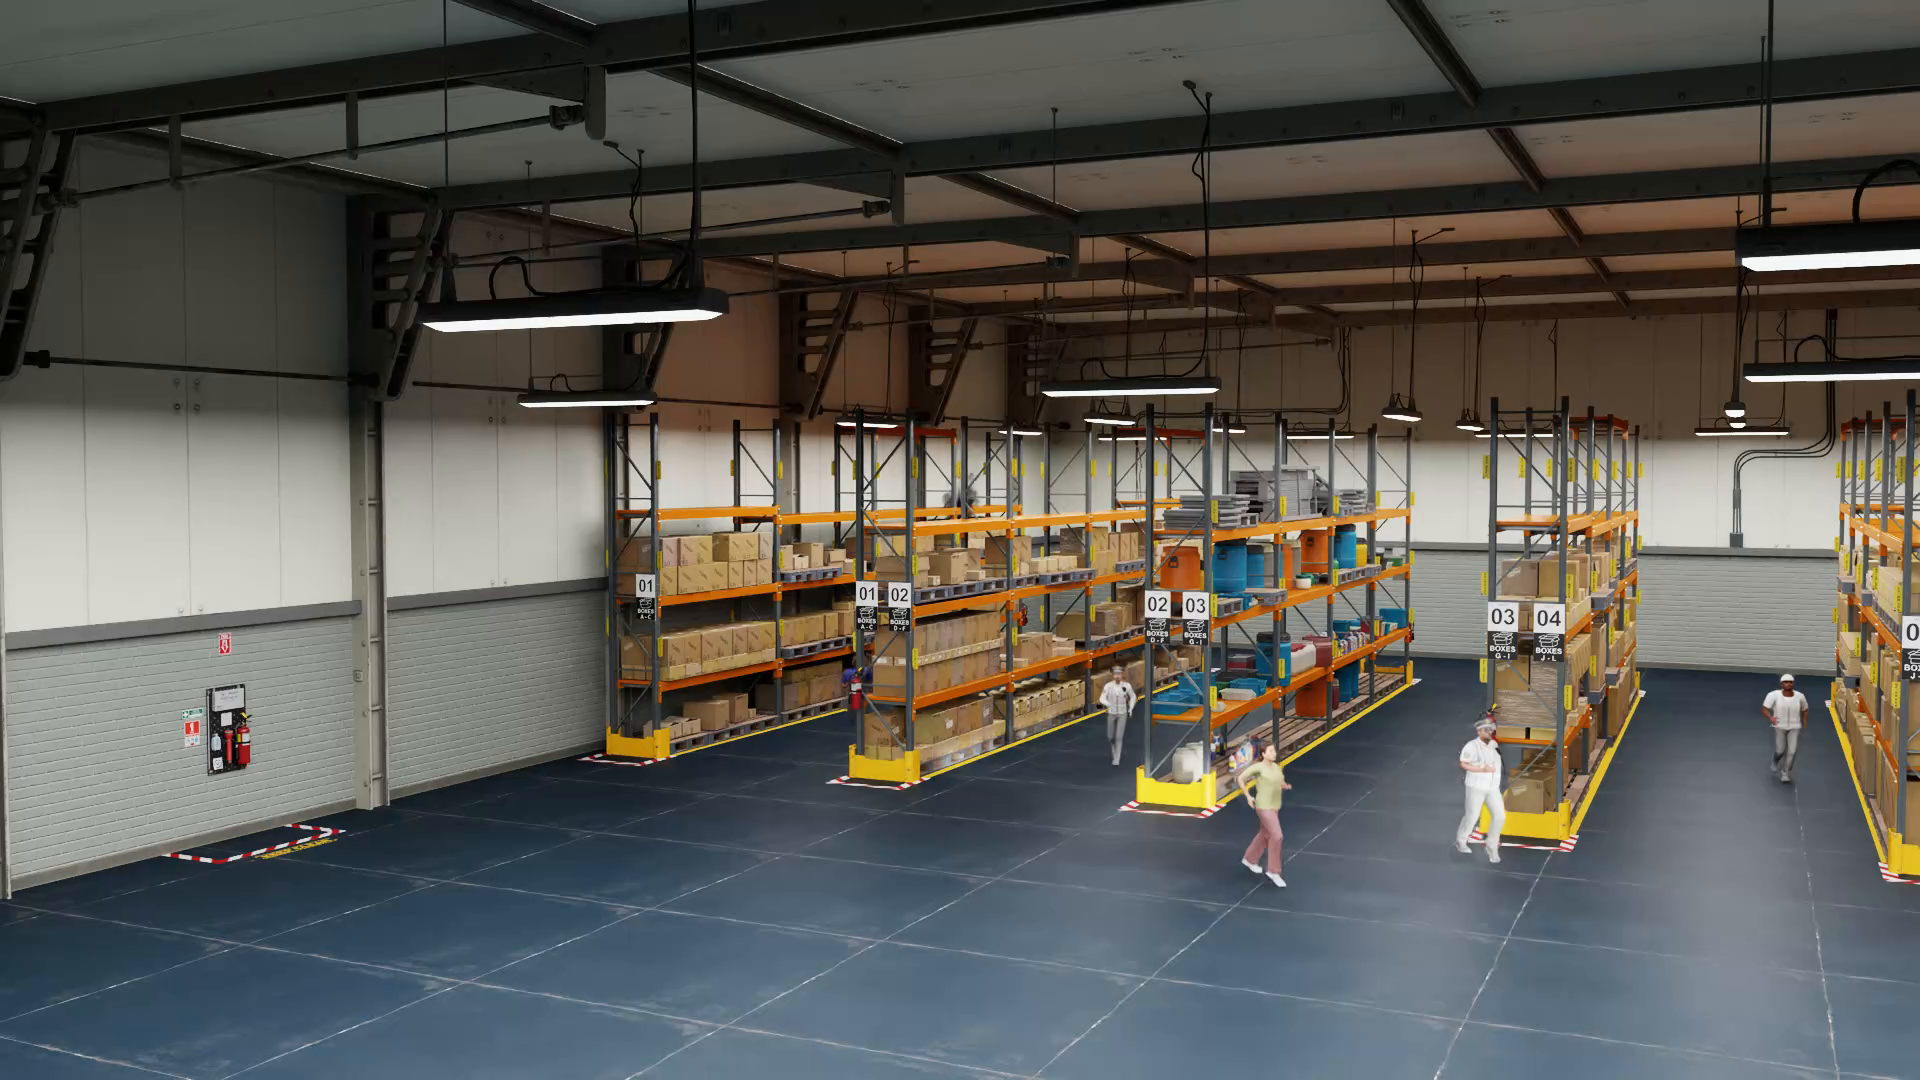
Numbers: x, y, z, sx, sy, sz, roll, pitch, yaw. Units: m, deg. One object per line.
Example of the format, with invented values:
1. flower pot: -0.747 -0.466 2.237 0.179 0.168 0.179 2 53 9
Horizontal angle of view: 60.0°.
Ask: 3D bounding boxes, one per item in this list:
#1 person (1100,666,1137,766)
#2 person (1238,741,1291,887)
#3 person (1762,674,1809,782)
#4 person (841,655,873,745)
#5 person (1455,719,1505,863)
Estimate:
1. person: 2.696 2.968 28.391 0.620 1.669 0.738 0 2 10
2. person: 3.721 3.307 20.265 0.550 1.726 0.756 -2 3 -43
3. person: 13.300 3.012 26.777 0.695 1.719 0.596 1 2 15
4. person: -1.865 2.947 30.069 0.580 1.542 0.925 1 3 18
5. person: 6.732 3.225 21.446 0.658 1.854 0.711 -1 3 -18
